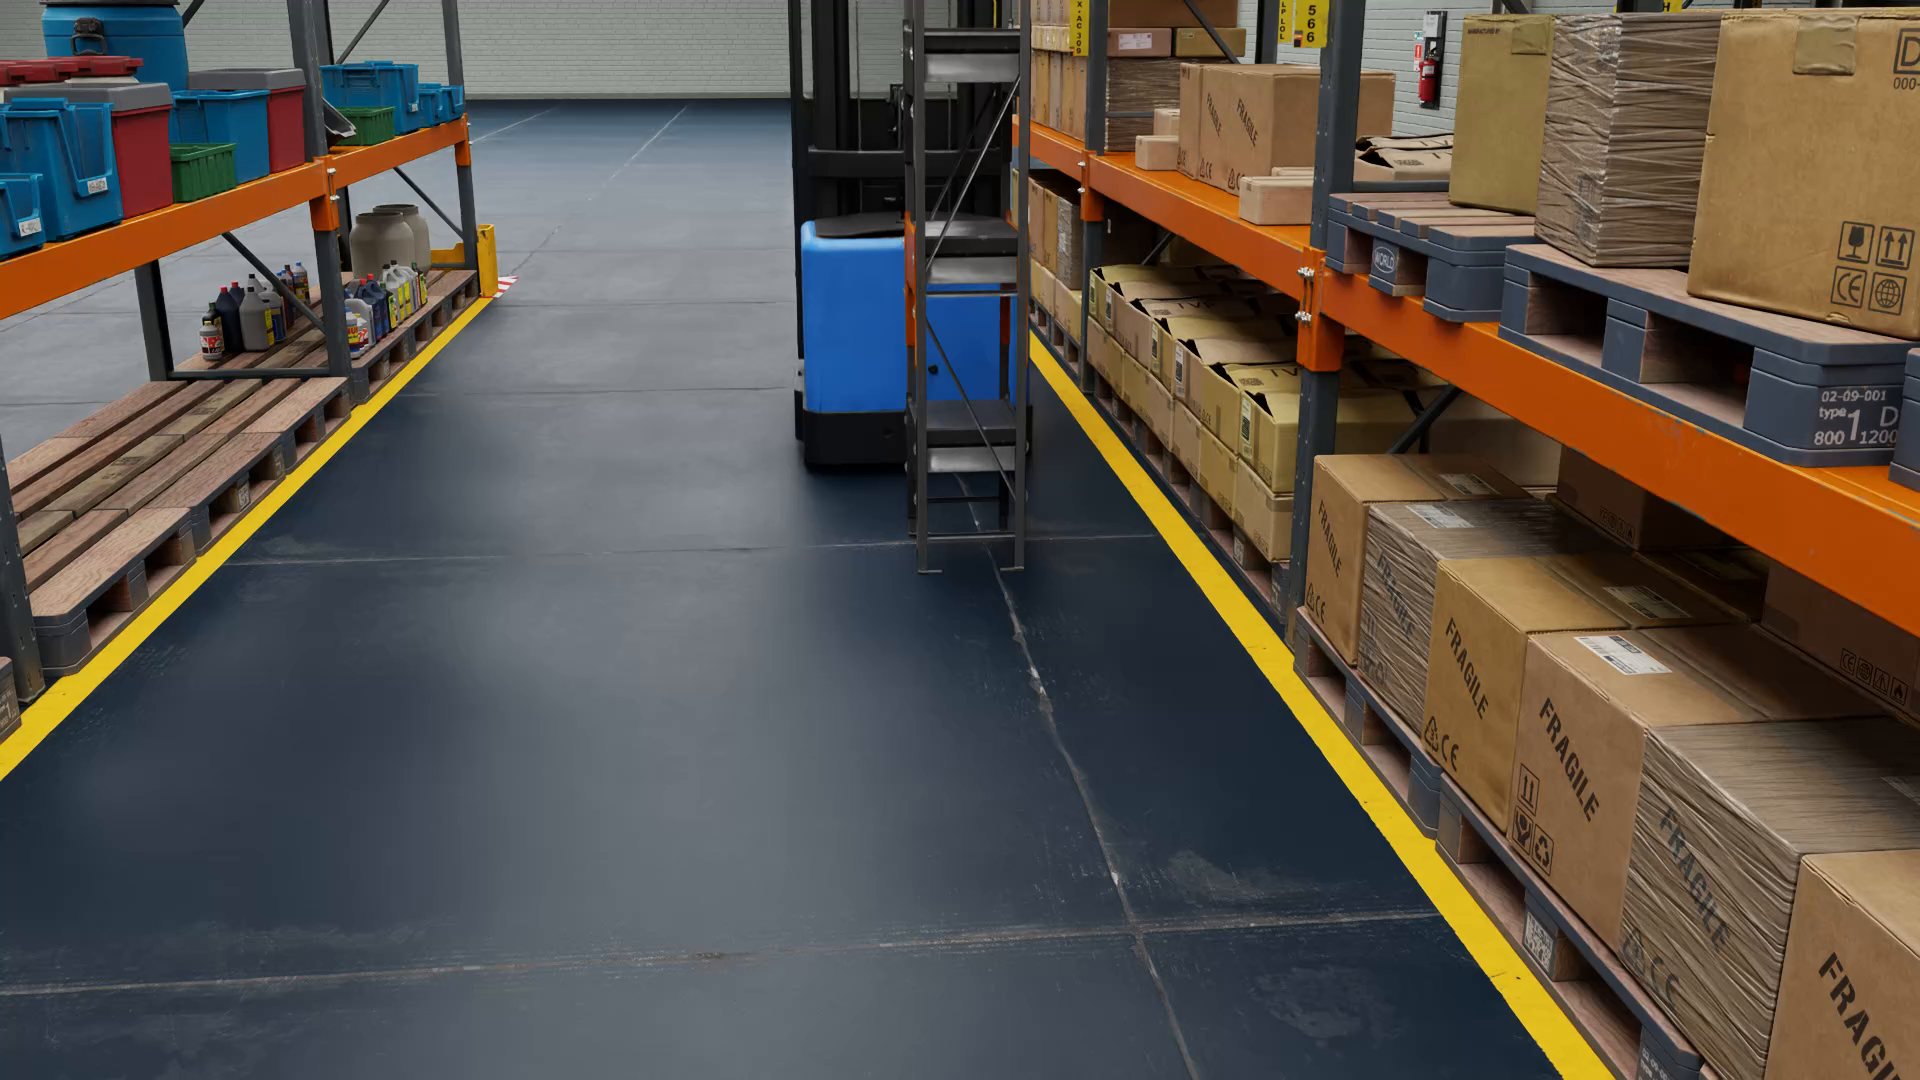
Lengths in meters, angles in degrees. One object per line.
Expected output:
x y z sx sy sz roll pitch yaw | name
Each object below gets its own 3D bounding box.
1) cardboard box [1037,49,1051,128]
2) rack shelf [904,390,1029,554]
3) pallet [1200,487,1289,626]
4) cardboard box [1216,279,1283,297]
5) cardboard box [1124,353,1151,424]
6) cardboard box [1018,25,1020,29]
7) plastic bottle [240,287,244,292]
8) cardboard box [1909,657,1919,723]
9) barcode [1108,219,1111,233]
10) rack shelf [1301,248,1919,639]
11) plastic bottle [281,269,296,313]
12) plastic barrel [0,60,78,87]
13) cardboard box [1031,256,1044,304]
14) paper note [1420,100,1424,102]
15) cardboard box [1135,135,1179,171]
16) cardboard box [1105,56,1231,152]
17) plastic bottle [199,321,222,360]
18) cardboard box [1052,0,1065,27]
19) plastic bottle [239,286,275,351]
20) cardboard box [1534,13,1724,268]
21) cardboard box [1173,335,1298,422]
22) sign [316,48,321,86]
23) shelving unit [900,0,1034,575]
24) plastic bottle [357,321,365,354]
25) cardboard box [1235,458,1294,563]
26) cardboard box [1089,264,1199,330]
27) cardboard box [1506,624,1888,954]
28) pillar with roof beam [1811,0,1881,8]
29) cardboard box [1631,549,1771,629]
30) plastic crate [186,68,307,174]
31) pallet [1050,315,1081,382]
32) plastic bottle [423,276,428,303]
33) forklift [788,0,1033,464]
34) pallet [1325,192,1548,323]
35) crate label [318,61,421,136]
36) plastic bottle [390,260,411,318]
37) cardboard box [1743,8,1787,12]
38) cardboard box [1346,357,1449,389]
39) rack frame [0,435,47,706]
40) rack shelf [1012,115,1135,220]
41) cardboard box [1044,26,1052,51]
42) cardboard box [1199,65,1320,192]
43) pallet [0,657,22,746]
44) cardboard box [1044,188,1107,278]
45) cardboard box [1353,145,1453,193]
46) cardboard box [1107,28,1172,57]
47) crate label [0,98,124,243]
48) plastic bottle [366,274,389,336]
0.903 -3.068 11.274 0.700 0.500 0.500 -2 18 -5 | cardboard box
0.017 -0.272 6.419 0.431 0.518 0.480 -2 18 -6 | rack shelf
1.543 0.003 6.314 1.003 0.211 1.213 -2 18 -6 | pallet
1.563 -1.162 8.323 0.500 0.311 0.500 -1 17 -4 | cardboard box
1.079 -0.726 7.872 0.500 0.250 0.500 -2 18 -7 | cardboard box
0.620 -3.619 11.947 0.380 0.149 0.250 -2 18 -7 | cardboard box
-4.182 -1.322 9.679 0.061 0.283 0.133 -1 17 -2 | plastic bottle
2.091 0.287 2.943 0.500 0.250 0.500 -2 18 -6 | cardboard box
0.788 -1.659 8.789 0.001 0.075 0.075 -2 18 -6 | barcode
1.795 -0.141 3.321 1.077 0.370 4.000 -2 18 -6 | rack shelf
-4.251 -1.568 10.485 0.097 0.271 0.097 0 17 0 | plastic bottle
-3.795 -1.675 6.777 0.433 0.535 0.433 0 17 0 | plastic barrel
0.751 -1.739 11.097 0.500 0.250 0.500 -2 18 -6 | cardboard box
5.838 -5.596 20.964 0.016 0.148 0.142 -2 18 -6 | paper note
1.064 -1.882 8.084 0.380 0.149 0.250 -2 18 -6 | cardboard box
1.124 -2.452 9.312 0.700 0.500 0.500 -2 18 -7 | cardboard box
-4.099 -1.094 9.090 0.097 0.201 0.097 0 17 0 | plastic bottle
0.969 -3.519 10.547 0.700 0.500 0.500 -2 18 -6 | cardboard box
-3.961 -1.254 9.351 0.144 0.351 0.185 -2 18 -6 | plastic bottle
1.670 -0.866 3.560 0.700 0.500 0.500 1 17 5 | cardboard box
1.180 -0.690 6.821 0.500 0.311 0.500 -2 18 -6 | cardboard box
-4.711 -3.428 12.128 0.100 0.325 0.005 -2 18 -6 | sign
0.017 -0.952 6.205 0.431 2.100 0.503 -2 18 -6 | shelving unit
-3.358 -1.134 9.218 0.097 0.201 0.097 0 17 0 | plastic bottle
1.292 -0.118 5.935 0.500 0.250 0.500 -1 17 -4 | cardboard box
0.971 -1.297 8.755 0.500 0.311 0.500 -2 18 -5 | cardboard box
1.517 0.507 3.492 0.500 0.500 0.500 -2 18 -8 | cardboard box
2.341 -6.166 11.293 9.100 9.000 0.400 -2 18 -6 | pillar with roof beam
1.972 0.328 4.064 0.500 0.500 0.500 -2 18 -8 | cardboard box
-3.397 -2.016 7.984 0.402 0.464 0.583 -2 18 -6 | plastic crate
1.136 -1.180 10.083 1.003 0.211 1.213 -2 18 -6 | pallet
-3.538 -1.653 10.873 0.097 0.201 0.097 0 17 0 | plastic bottle
-0.328 -2.135 8.586 1.130 2.935 3.031 -2 18 -5 | forklift
1.728 -0.789 4.503 1.213 0.211 1.003 -2 18 -6 | pallet
-3.705 -2.789 10.494 0.502 0.435 0.616 -2 18 -6 | crate label
-3.504 -1.558 10.320 0.144 0.351 0.185 -1 17 -3 | plastic bottle
5.594 -3.307 11.169 0.500 0.500 0.500 -1 17 -4 | cardboard box
1.764 -0.558 6.399 0.500 0.311 0.500 -2 18 -7 | cardboard box
-3.339 -0.929 4.627 1.000 3.000 0.127 -2 18 -6 | rack frame
0.970 -2.525 10.913 1.077 0.370 4.000 -2 18 -6 | rack shelf
0.748 -3.240 10.738 0.380 0.149 0.250 -2 18 -5 | cardboard box
1.345 -1.784 7.186 0.500 0.500 0.500 -2 18 -6 | cardboard box
-3.216 0.635 4.301 1.003 0.211 1.213 -2 18 -6 | pallet
0.816 -1.948 10.512 0.500 0.500 0.500 -2 18 -6 | cardboard box
1.595 -1.148 5.474 0.500 0.311 0.500 -1 17 -2 | cardboard box
0.935 -2.704 9.032 0.380 0.149 0.250 -2 18 -6 | cardboard box
-3.172 -1.250 5.591 0.502 0.435 0.616 -2 18 -6 | crate label
-3.441 -1.376 9.740 0.144 0.351 0.185 -3 18 -8 | plastic bottle
